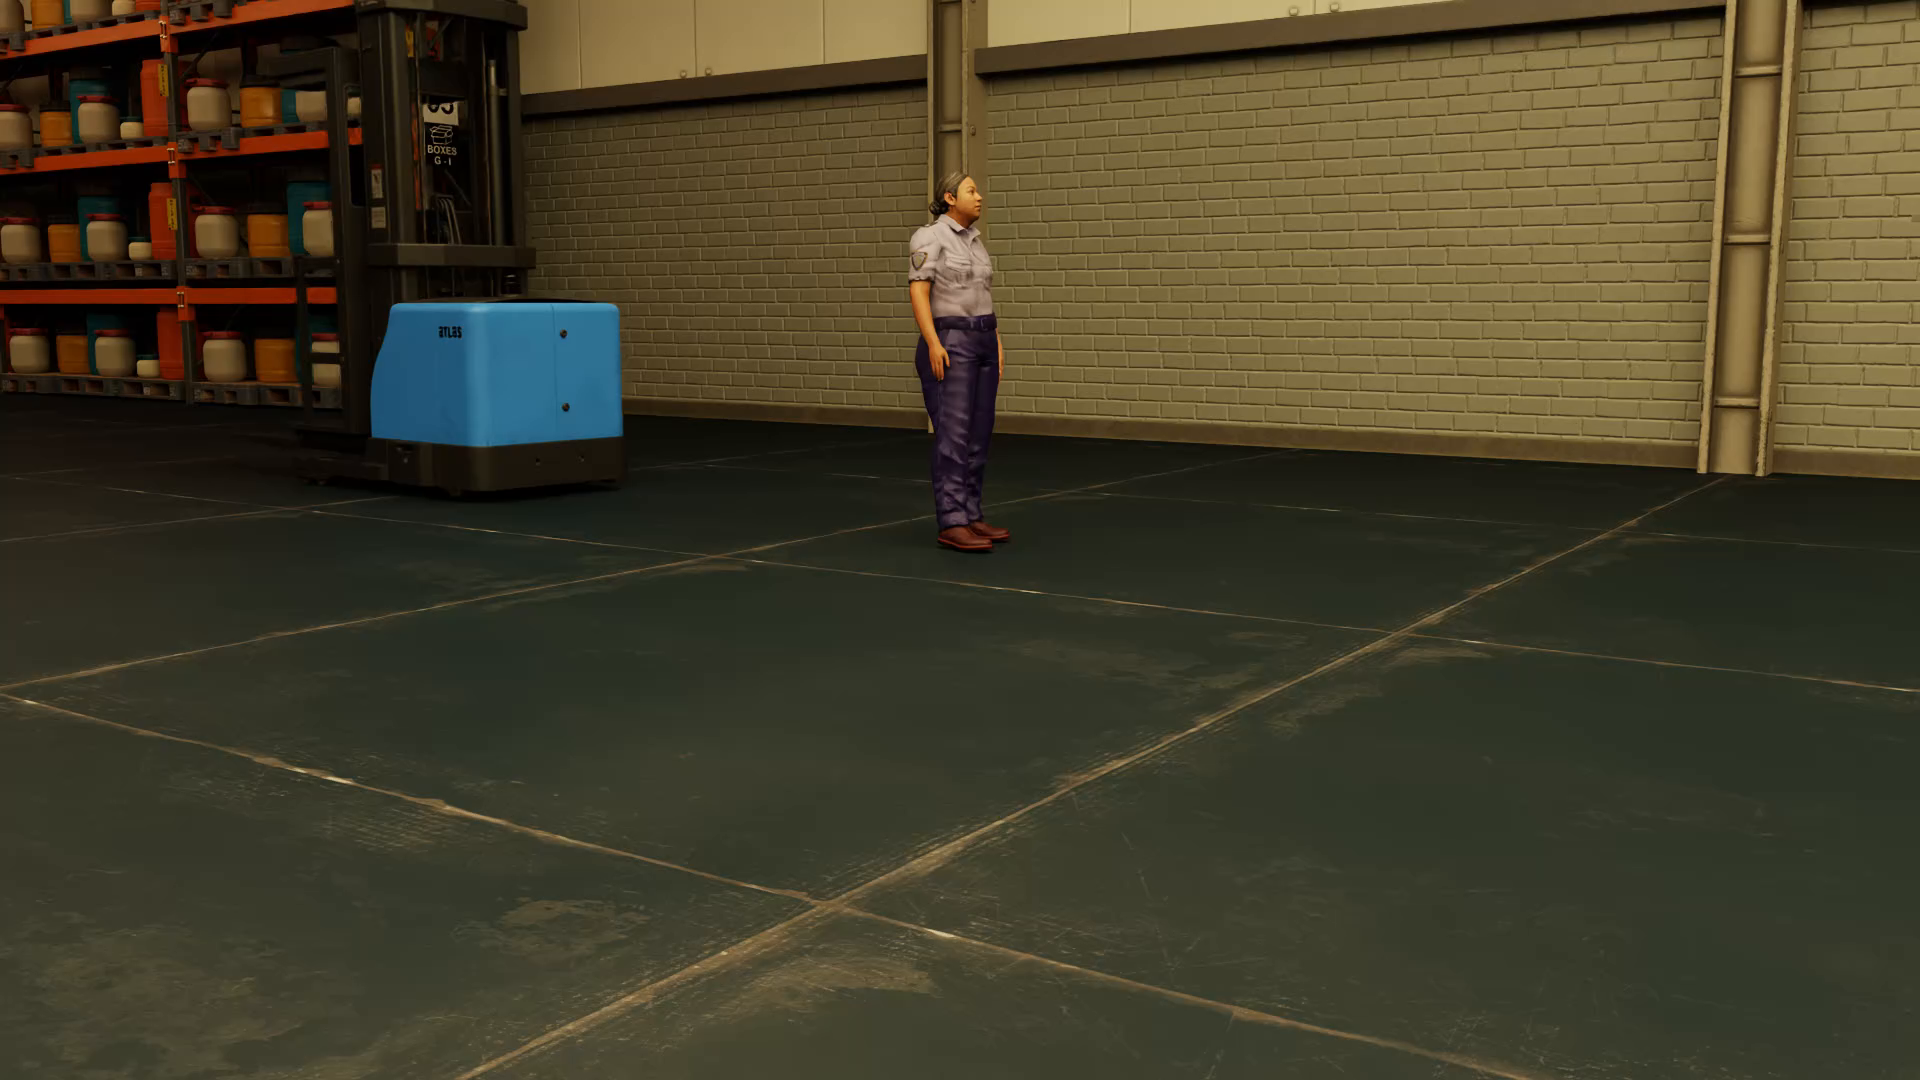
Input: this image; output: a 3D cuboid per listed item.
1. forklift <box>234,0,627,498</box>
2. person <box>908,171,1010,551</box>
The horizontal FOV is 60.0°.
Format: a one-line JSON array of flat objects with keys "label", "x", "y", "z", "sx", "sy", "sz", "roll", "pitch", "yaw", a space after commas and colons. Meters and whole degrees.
[{"label": "forklift", "x": -3.390, "y": -1.826, "z": 10.037, "sx": 3.031, "sy": 2.935, "sz": 1.130, "roll": 7, "pitch": 10, "yaw": 39}, {"label": "person", "x": 0.061, "y": -0.809, "z": 7.419, "sx": 0.503, "sy": 1.640, "sz": 0.598, "roll": 5, "pitch": 10, "yaw": 34}]
